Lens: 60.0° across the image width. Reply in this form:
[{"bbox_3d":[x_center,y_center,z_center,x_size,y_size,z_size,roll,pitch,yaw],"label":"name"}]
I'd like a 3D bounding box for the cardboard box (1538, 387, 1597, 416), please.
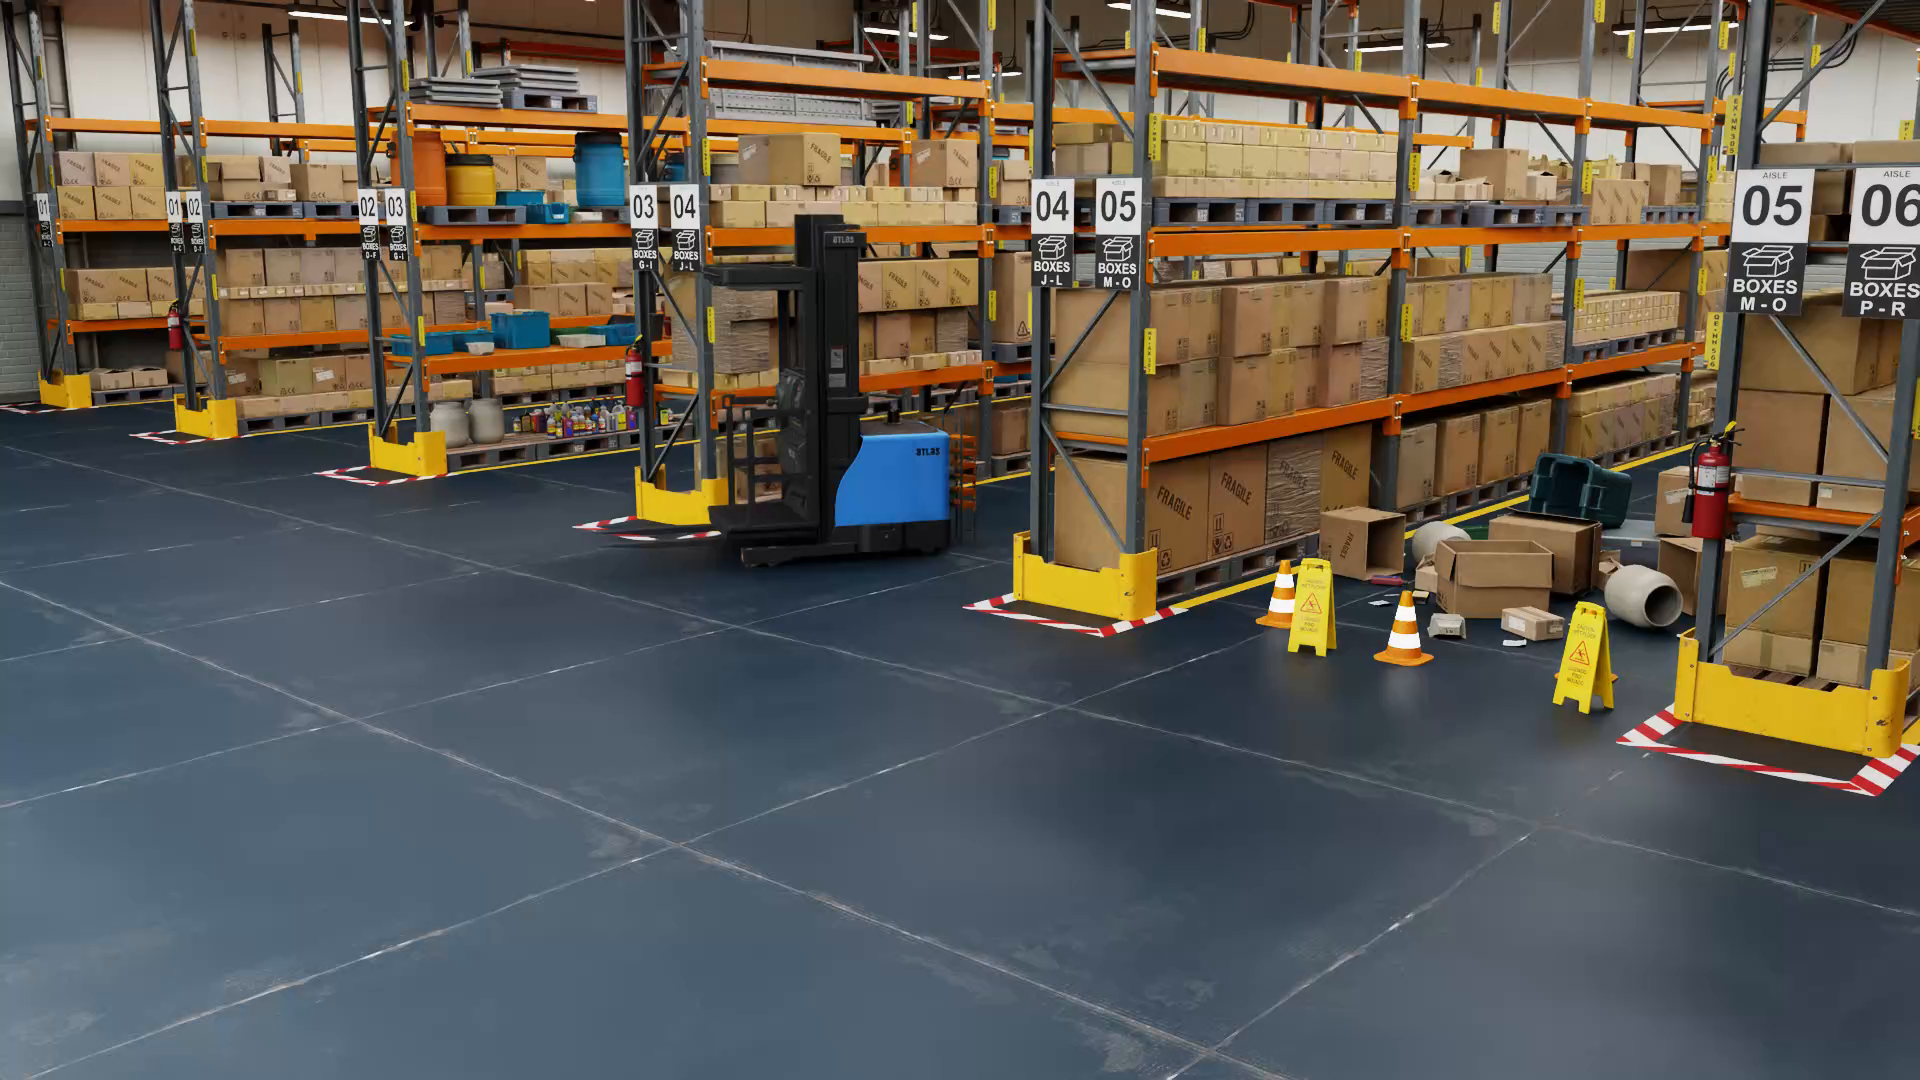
[{"bbox_3d":[6.876,-1.567,18.832,0.500,0.250,0.500,9,14,38],"label":"cardboard box"}]

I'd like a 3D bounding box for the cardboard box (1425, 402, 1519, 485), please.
[{"bbox_3d":[5.194,-1.045,17.493,1.050,0.750,0.750,10,15,41],"label":"cardboard box"}]

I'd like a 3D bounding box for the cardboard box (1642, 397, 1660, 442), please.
[{"bbox_3d":[8.241,-1.501,20.415,0.500,0.500,0.500,9,15,39],"label":"cardboard box"}]

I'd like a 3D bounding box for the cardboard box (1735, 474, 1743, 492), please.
[{"bbox_3d":[4.913,-0.358,10.025,0.380,0.149,0.250,10,15,40],"label":"cardboard box"}]

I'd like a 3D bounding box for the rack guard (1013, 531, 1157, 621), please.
[{"bbox_3d":[0.942,0.257,12.685,1.175,0.500,0.348,10,15,40],"label":"rack guard"}]

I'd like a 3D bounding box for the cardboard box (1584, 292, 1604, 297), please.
[{"bbox_3d":[7.756,-2.998,20.651,0.380,0.149,0.250,10,15,40],"label":"cardboard box"}]

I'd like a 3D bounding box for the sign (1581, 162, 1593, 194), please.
[{"bbox_3d":[6.650,-3.839,17.633,0.100,0.325,0.005,10,15,40],"label":"sign"}]

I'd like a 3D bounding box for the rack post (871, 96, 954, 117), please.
[{"bbox_3d":[-0.694,-6.462,24.822,0.954,0.300,0.937,10,15,40],"label":"rack post"}]

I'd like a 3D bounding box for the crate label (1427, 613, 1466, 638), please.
[{"bbox_3d":[3.472,0.610,11.847,0.250,0.136,0.298,2,12,11],"label":"crate label"}]

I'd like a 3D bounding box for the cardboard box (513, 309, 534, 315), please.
[{"bbox_3d":[-6.761,-3.479,25.650,0.380,0.149,0.250,10,15,40],"label":"cardboard box"}]

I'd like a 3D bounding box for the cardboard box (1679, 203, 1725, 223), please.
[{"bbox_3d":[9.383,-4.169,21.188,0.500,0.250,0.500,11,16,43],"label":"cardboard box"}]

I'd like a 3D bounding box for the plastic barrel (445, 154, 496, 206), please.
[{"bbox_3d":[-5.765,-4.222,19.518,0.600,0.588,0.600,0,11,0],"label":"plastic barrel"}]

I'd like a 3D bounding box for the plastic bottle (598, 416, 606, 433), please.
[{"bbox_3d":[-4.498,-1.448,20.864,0.097,0.201,0.097,0,11,0],"label":"plastic bottle"}]

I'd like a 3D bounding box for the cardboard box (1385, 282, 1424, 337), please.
[{"bbox_3d":[3.921,-2.174,15.666,0.700,0.500,0.500,9,15,39],"label":"cardboard box"}]

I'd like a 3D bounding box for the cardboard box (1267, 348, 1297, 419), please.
[{"bbox_3d":[2.298,-1.339,13.913,0.875,0.550,0.500,10,15,40],"label":"cardboard box"}]

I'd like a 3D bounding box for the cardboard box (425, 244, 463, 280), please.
[{"bbox_3d":[-7.788,-4.117,24.637,0.700,0.500,0.500,10,15,41],"label":"cardboard box"}]

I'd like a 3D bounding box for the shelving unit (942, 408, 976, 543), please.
[{"bbox_3d":[-0.010,-0.586,15.122,0.258,1.200,0.189,10,15,40],"label":"shelving unit"}]

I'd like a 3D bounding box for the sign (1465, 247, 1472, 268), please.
[{"bbox_3d":[8.259,-4.594,27.031,0.100,0.325,0.005,10,15,40],"label":"sign"}]

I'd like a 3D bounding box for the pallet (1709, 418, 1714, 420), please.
[{"bbox_3d":[10.101,-1.654,22.991,1.003,0.211,1.213,10,15,40],"label":"pallet"}]

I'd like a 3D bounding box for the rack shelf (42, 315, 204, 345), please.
[{"bbox_3d":[-12.544,-3.491,26.906,1.077,0.370,4.000,10,15,40],"label":"rack shelf"}]

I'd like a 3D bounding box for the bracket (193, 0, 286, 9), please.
[{"bbox_3d":[-11.810,-8.865,27.471,0.076,0.066,4.783,10,15,40],"label":"bracket"}]

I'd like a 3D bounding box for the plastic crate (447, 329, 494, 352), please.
[{"bbox_3d":[-5.883,-2.403,20.001,0.499,0.251,0.408,10,15,40],"label":"plastic crate"}]

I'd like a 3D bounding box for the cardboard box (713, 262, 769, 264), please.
[{"bbox_3d":[-2.198,-2.500,16.543,0.500,0.500,0.500,10,15,40],"label":"cardboard box"}]

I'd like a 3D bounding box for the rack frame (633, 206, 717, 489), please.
[{"bbox_3d":[-2.701,-1.628,15.743,1.000,3.000,0.127,10,15,40],"label":"rack frame"}]

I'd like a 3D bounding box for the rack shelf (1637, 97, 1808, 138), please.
[{"bbox_3d":[10.199,-5.619,22.254,1.077,0.370,4.000,10,15,40],"label":"rack shelf"}]

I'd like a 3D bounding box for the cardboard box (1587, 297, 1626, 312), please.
[{"bbox_3d":[7.555,-2.760,19.460,0.380,0.149,0.250,10,15,42],"label":"cardboard box"}]

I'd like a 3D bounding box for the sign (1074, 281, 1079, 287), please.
[{"bbox_3d":[1.911,-4.098,27.404,0.100,0.325,0.005,10,15,40],"label":"sign"}]

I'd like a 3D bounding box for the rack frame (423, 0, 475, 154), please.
[{"bbox_3d":[-7.500,-6.440,24.517,1.000,3.000,0.127,10,15,40],"label":"rack frame"}]

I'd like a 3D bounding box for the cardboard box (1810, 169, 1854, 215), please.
[{"bbox_3d":[4.878,-2.000,9.571,0.500,0.250,0.500,10,15,40],"label":"cardboard box"}]

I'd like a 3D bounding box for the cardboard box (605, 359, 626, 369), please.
[{"bbox_3d":[-5.694,-2.959,26.922,0.500,0.311,0.500,10,15,40],"label":"cardboard box"}]

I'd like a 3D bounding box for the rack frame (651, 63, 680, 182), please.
[{"bbox_3d":[-5.943,-8.257,33.614,1.000,3.000,0.127,10,15,40],"label":"rack frame"}]

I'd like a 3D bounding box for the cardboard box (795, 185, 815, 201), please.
[{"bbox_3d":[-1.631,-3.376,16.203,0.380,0.149,0.250,10,15,40],"label":"cardboard box"}]

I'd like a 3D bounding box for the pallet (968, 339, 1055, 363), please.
[{"bbox_3d":[0.553,-2.216,19.177,1.003,0.211,1.213,10,15,40],"label":"pallet"}]

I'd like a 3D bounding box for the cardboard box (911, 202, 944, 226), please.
[{"bbox_3d":[-0.518,-3.438,17.527,0.500,0.250,0.500,10,15,42],"label":"cardboard box"}]

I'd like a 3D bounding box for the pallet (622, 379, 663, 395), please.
[{"bbox_3d":[-5.432,-2.603,27.743,1.003,0.211,1.213,10,15,40],"label":"pallet"}]

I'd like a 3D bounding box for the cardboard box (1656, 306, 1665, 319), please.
[{"bbox_3d":[8.426,-2.807,20.455,0.380,0.149,0.250,11,15,43],"label":"cardboard box"}]

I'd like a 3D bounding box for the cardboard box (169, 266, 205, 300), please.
[{"bbox_3d":[-12.312,-4.109,26.581,0.500,0.500,0.500,10,15,42],"label":"cardboard box"}]

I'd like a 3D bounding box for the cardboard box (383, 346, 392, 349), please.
[{"bbox_3d":[-8.365,-2.621,24.747,0.500,0.500,0.500,10,15,40],"label":"cardboard box"}]

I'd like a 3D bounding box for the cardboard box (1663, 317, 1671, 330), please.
[{"bbox_3d":[8.594,-2.698,20.668,0.380,0.149,0.250,10,15,41],"label":"cardboard box"}]

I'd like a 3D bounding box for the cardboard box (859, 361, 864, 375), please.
[{"bbox_3d":[-1.206,-1.778,17.135,0.380,0.149,0.250,10,15,40],"label":"cardboard box"}]

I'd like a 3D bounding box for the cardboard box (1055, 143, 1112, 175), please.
[{"bbox_3d":[1.071,-2.878,12.640,0.500,0.250,0.500,10,15,41],"label":"cardboard box"}]

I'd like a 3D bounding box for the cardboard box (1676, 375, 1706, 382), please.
[{"bbox_3d":[10.272,-2.229,23.439,0.380,0.149,0.250,11,15,43],"label":"cardboard box"}]

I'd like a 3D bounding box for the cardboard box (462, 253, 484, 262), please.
[{"bbox_3d":[-8.989,-5.205,30.619,0.380,0.149,0.250,7,13,31],"label":"cardboard box"}]

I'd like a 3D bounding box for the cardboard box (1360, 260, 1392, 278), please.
[{"bbox_3d":[6.399,-4.020,25.426,0.500,0.500,0.500,9,15,39],"label":"cardboard box"}]

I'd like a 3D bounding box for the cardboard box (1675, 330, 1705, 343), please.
[{"bbox_3d":[9.312,-2.614,21.319,0.380,0.149,0.250,11,15,42],"label":"cardboard box"}]

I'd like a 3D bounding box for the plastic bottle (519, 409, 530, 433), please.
[{"bbox_3d":[-5.476,-1.499,20.907,0.061,0.283,0.133,10,15,42],"label":"plastic bottle"}]

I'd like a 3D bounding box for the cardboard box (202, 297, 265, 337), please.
[{"bbox_3d":[-9.823,-3.025,22.484,0.700,0.500,0.500,10,15,40],"label":"cardboard box"}]

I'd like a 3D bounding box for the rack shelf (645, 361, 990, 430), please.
[{"bbox_3d":[-1.381,-1.570,17.287,1.077,0.370,4.000,10,15,40],"label":"rack shelf"}]

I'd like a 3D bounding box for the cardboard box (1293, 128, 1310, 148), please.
[{"bbox_3d":[2.594,-3.236,13.411,0.380,0.149,0.250,10,15,41],"label":"cardboard box"}]

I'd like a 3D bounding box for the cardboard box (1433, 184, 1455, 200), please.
[{"bbox_3d":[4.469,-3.284,15.687,0.250,0.149,0.380,10,15,40],"label":"cardboard box"}]

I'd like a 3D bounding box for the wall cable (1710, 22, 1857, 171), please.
[{"bbox_3d":[14.182,-8.888,28.560,2.277,5.999,0.120,10,15,40],"label":"wall cable"}]

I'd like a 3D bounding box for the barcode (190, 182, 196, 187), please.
[{"bbox_3d":[-10.303,-4.772,22.342,0.001,0.075,0.075,10,15,40],"label":"barcode"}]

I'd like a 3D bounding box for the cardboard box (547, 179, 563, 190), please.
[{"bbox_3d":[-7.996,-6.626,31.727,0.700,0.500,0.500,9,14,37],"label":"cardboard box"}]

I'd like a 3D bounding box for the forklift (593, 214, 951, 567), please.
[{"bbox_3d":[-1.654,-1.320,14.377,3.031,2.935,1.130,-4,12,-17],"label":"forklift"}]

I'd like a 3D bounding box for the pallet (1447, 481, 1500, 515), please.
[{"bbox_3d":[4.856,-0.497,17.197,1.003,0.211,1.213,10,15,40],"label":"pallet"}]
